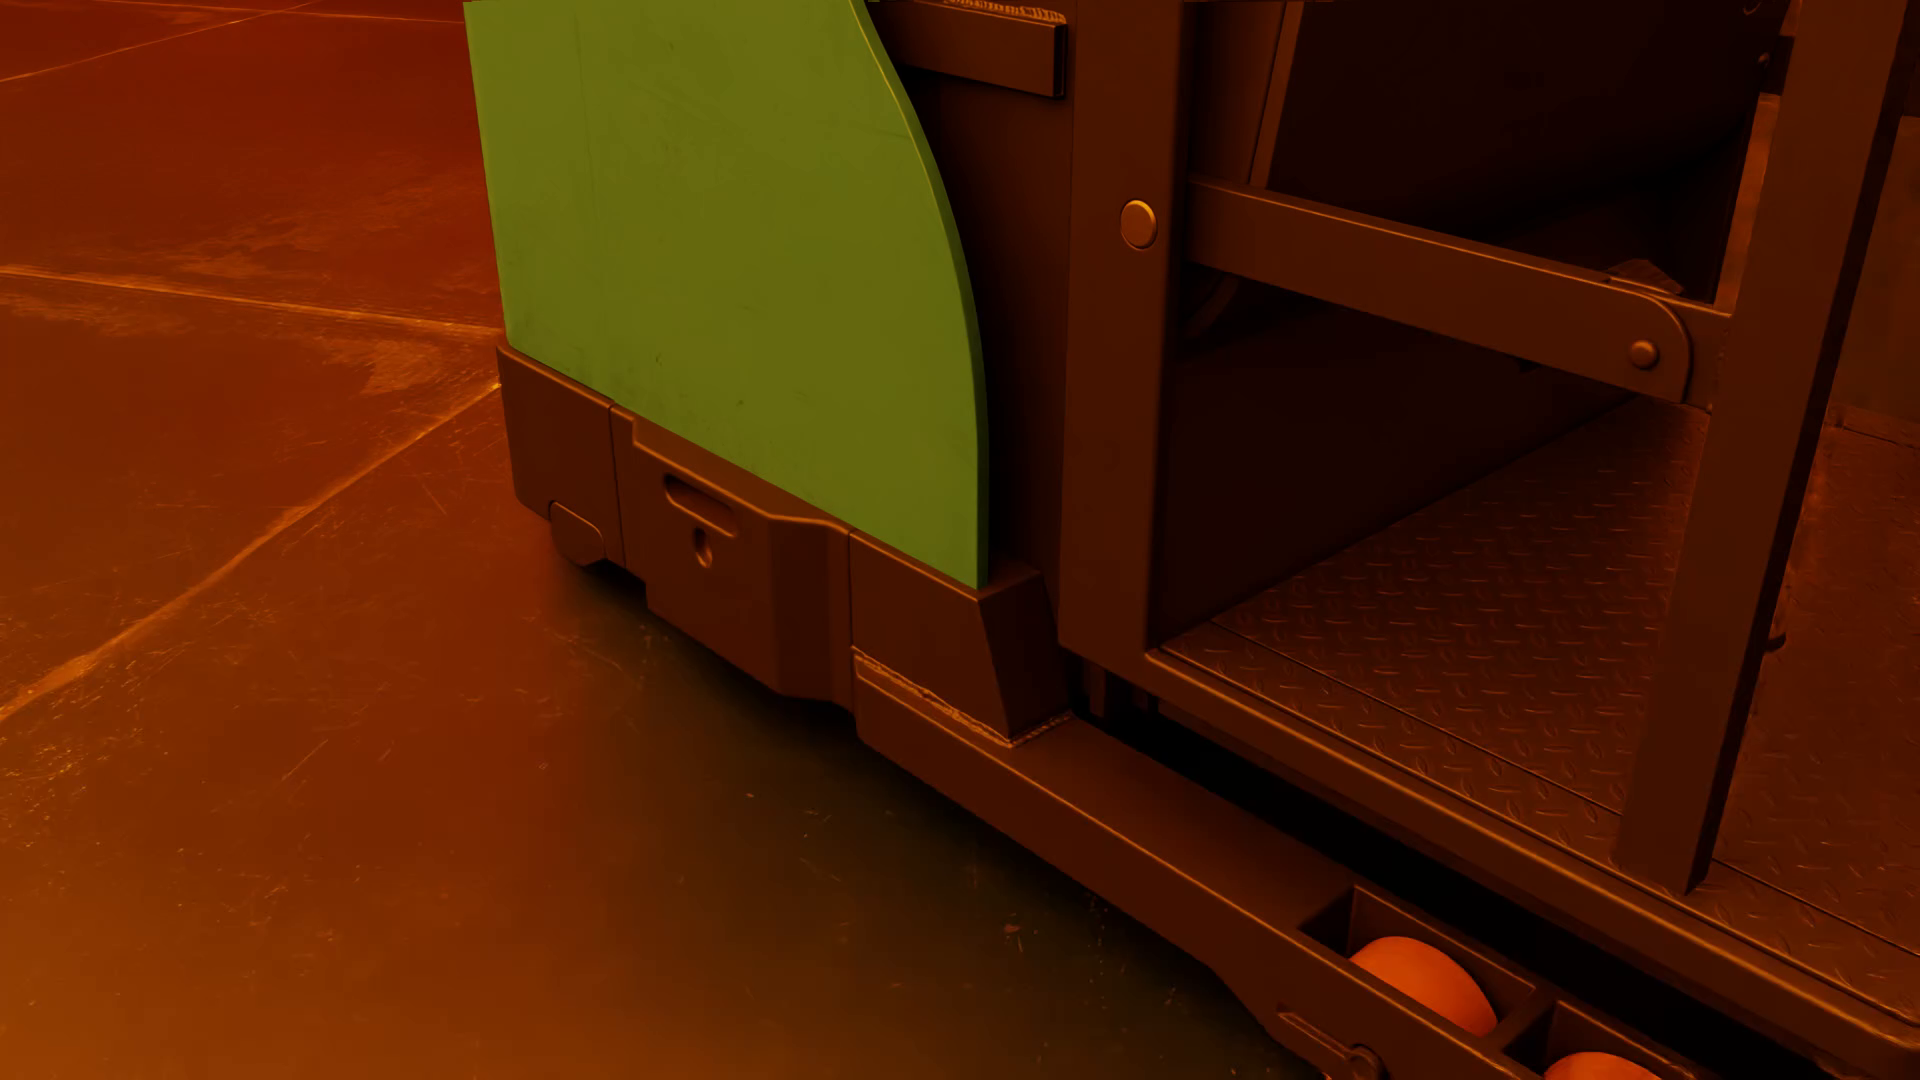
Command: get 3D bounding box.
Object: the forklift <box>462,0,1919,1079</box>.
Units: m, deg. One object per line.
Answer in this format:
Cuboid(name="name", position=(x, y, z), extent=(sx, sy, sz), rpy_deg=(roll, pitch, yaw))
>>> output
Cuboid(name="forklift", position=(0.700, -0.981, 1.197), extent=(1.130, 2.935, 3.031), rpy_deg=(-23, 35, -37))
